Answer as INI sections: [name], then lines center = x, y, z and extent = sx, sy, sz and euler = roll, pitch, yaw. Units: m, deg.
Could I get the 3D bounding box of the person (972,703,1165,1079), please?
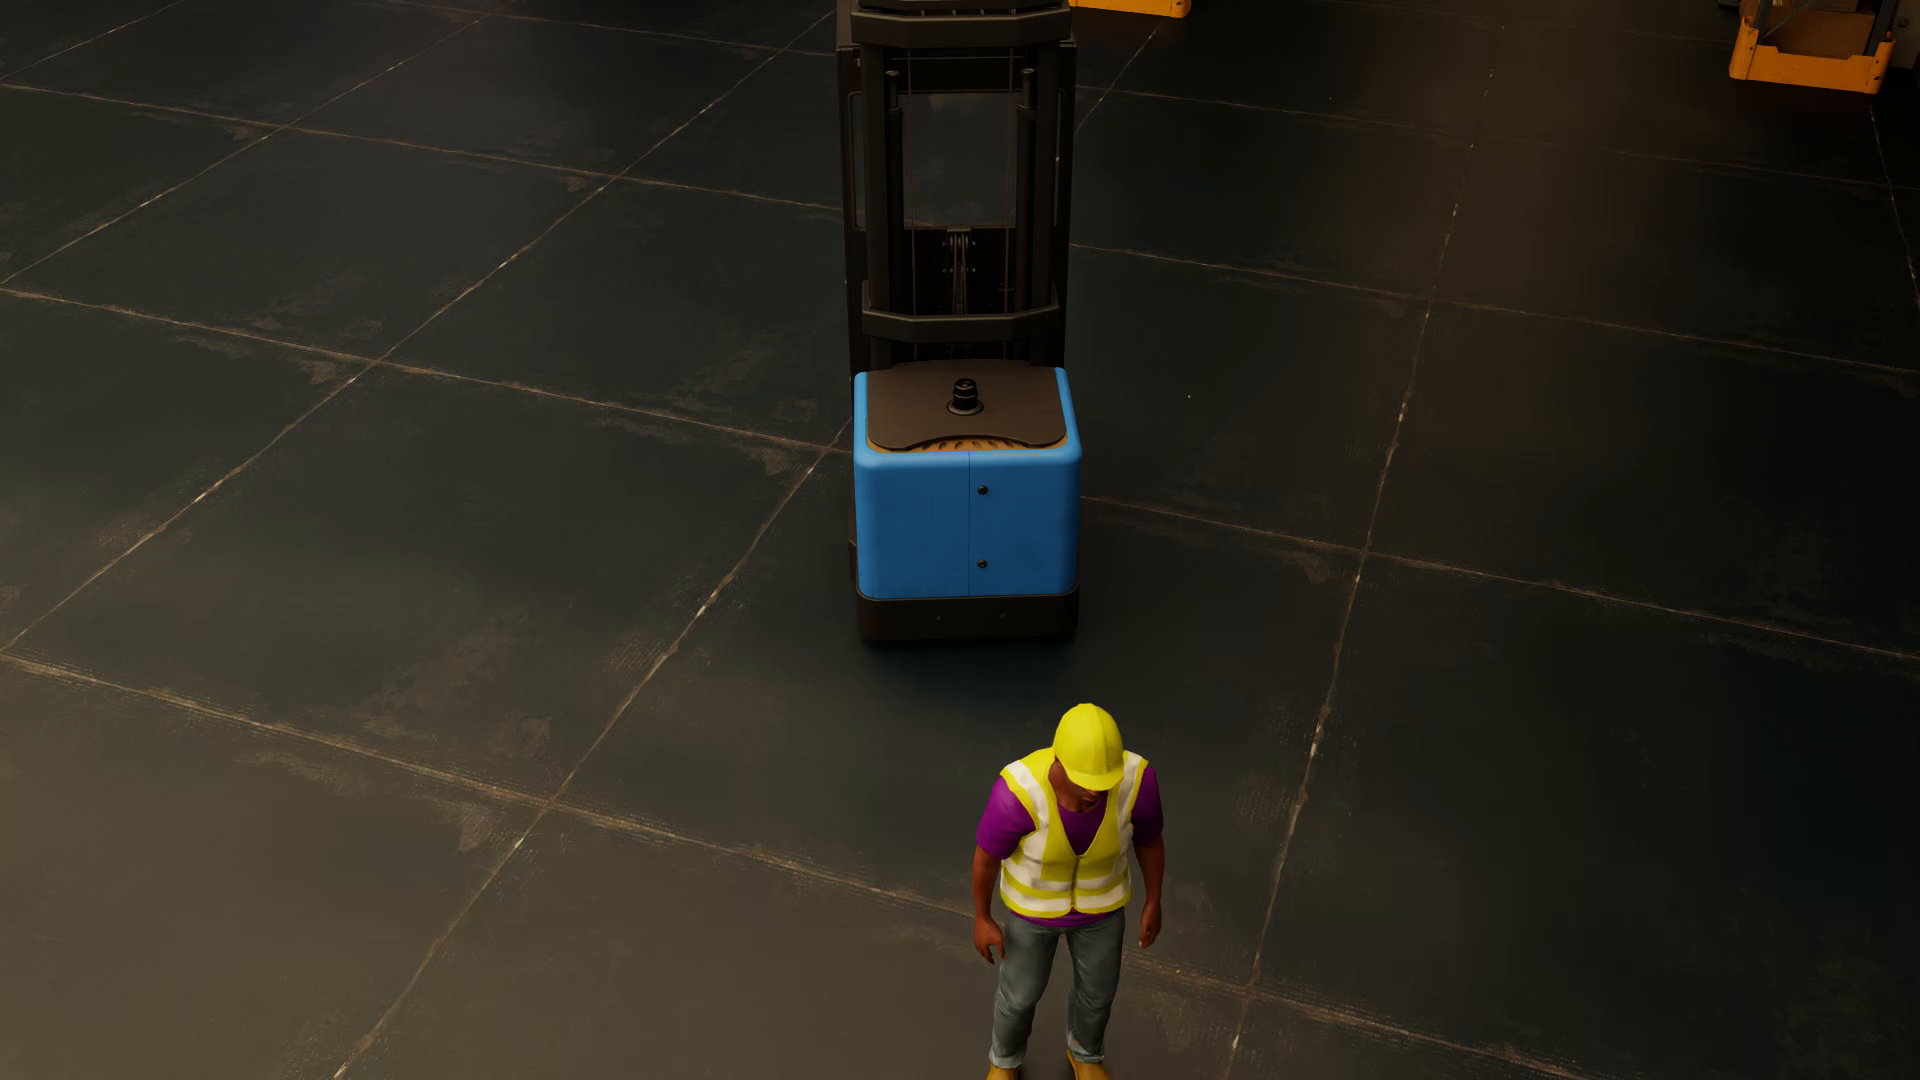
[person]
center = 0.354, 1.201, 5.432
extent = 0.636, 1.761, 0.454
euler = -4, 36, -6

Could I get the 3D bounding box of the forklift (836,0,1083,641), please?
[forklift]
center = -0.029, -1.547, 8.293
extent = 1.130, 2.935, 3.031
euler = -2, 35, -2
